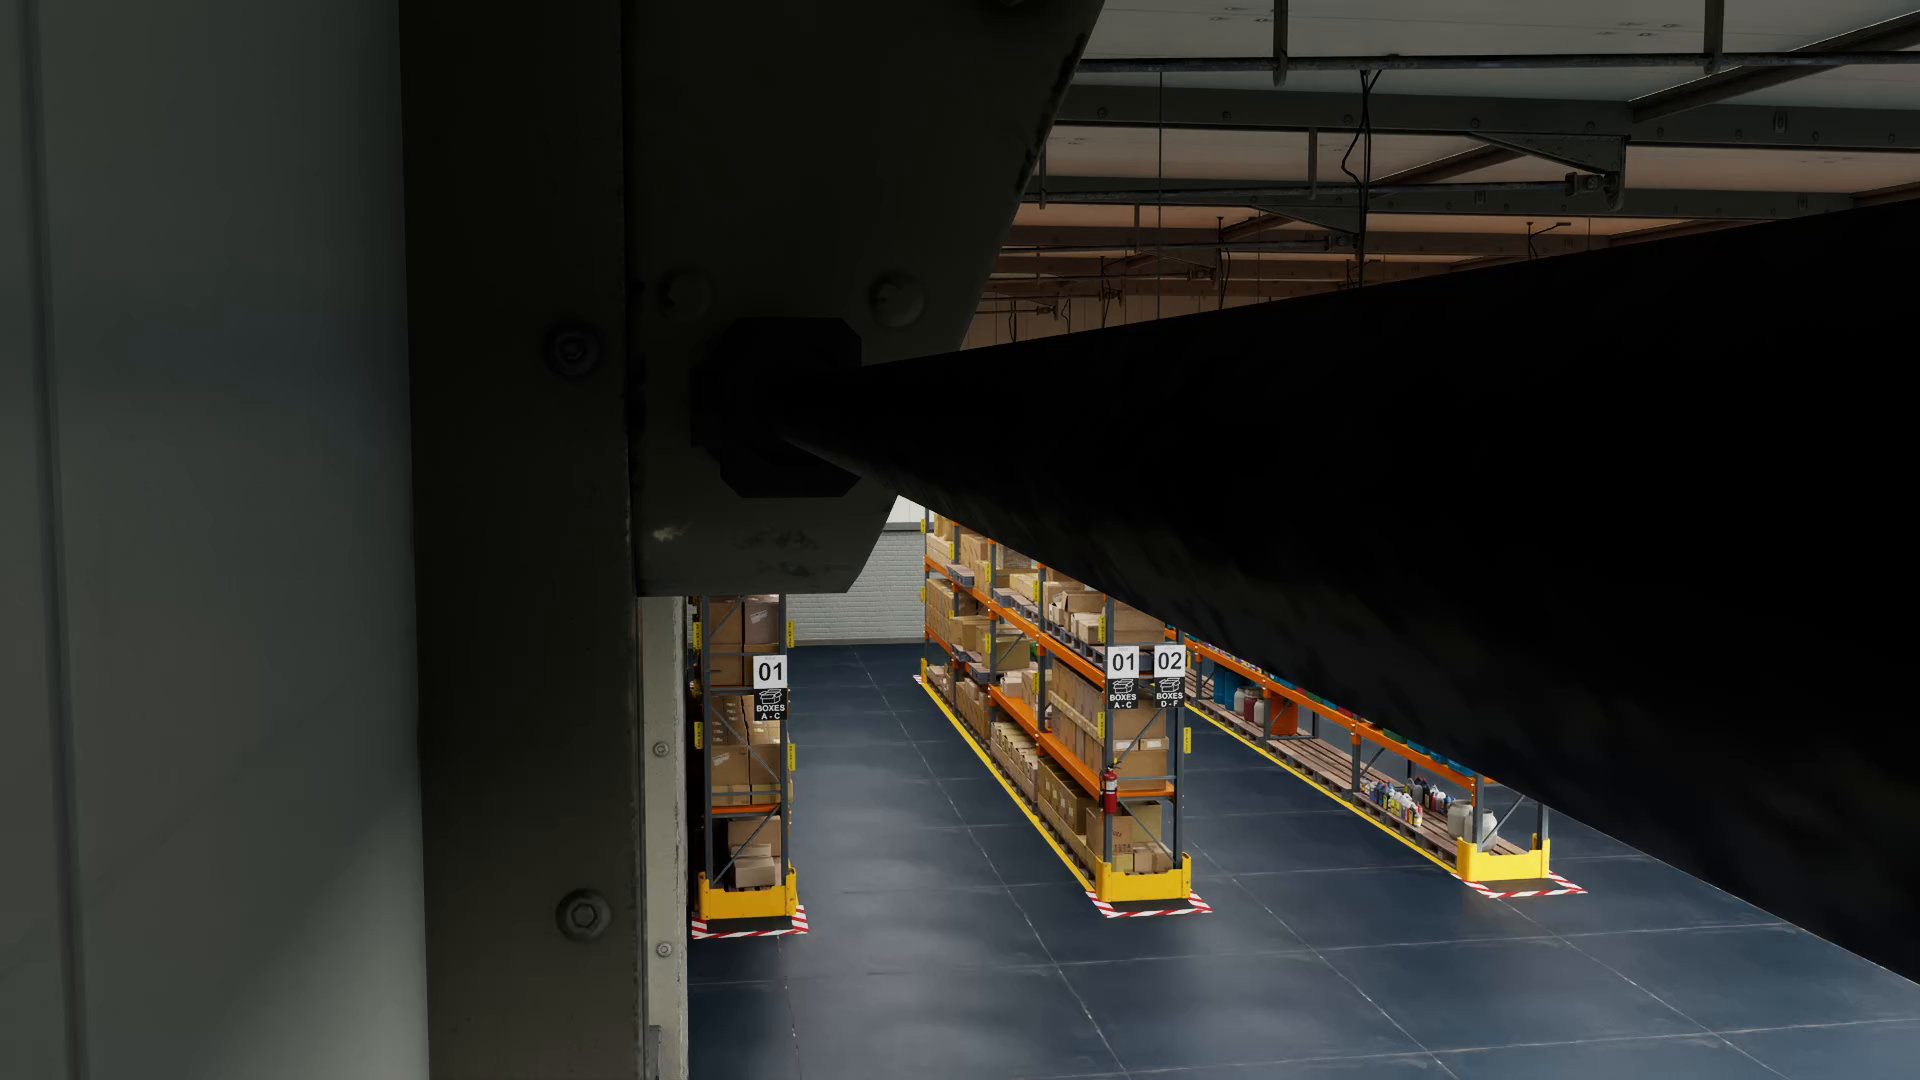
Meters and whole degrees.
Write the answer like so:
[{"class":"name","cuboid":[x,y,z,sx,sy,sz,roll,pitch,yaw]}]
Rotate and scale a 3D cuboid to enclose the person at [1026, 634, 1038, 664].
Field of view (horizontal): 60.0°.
[{"class":"person","cuboid":[1.610,2.243,36.447,0.693,1.734,0.665,-3,6,-31]}]
